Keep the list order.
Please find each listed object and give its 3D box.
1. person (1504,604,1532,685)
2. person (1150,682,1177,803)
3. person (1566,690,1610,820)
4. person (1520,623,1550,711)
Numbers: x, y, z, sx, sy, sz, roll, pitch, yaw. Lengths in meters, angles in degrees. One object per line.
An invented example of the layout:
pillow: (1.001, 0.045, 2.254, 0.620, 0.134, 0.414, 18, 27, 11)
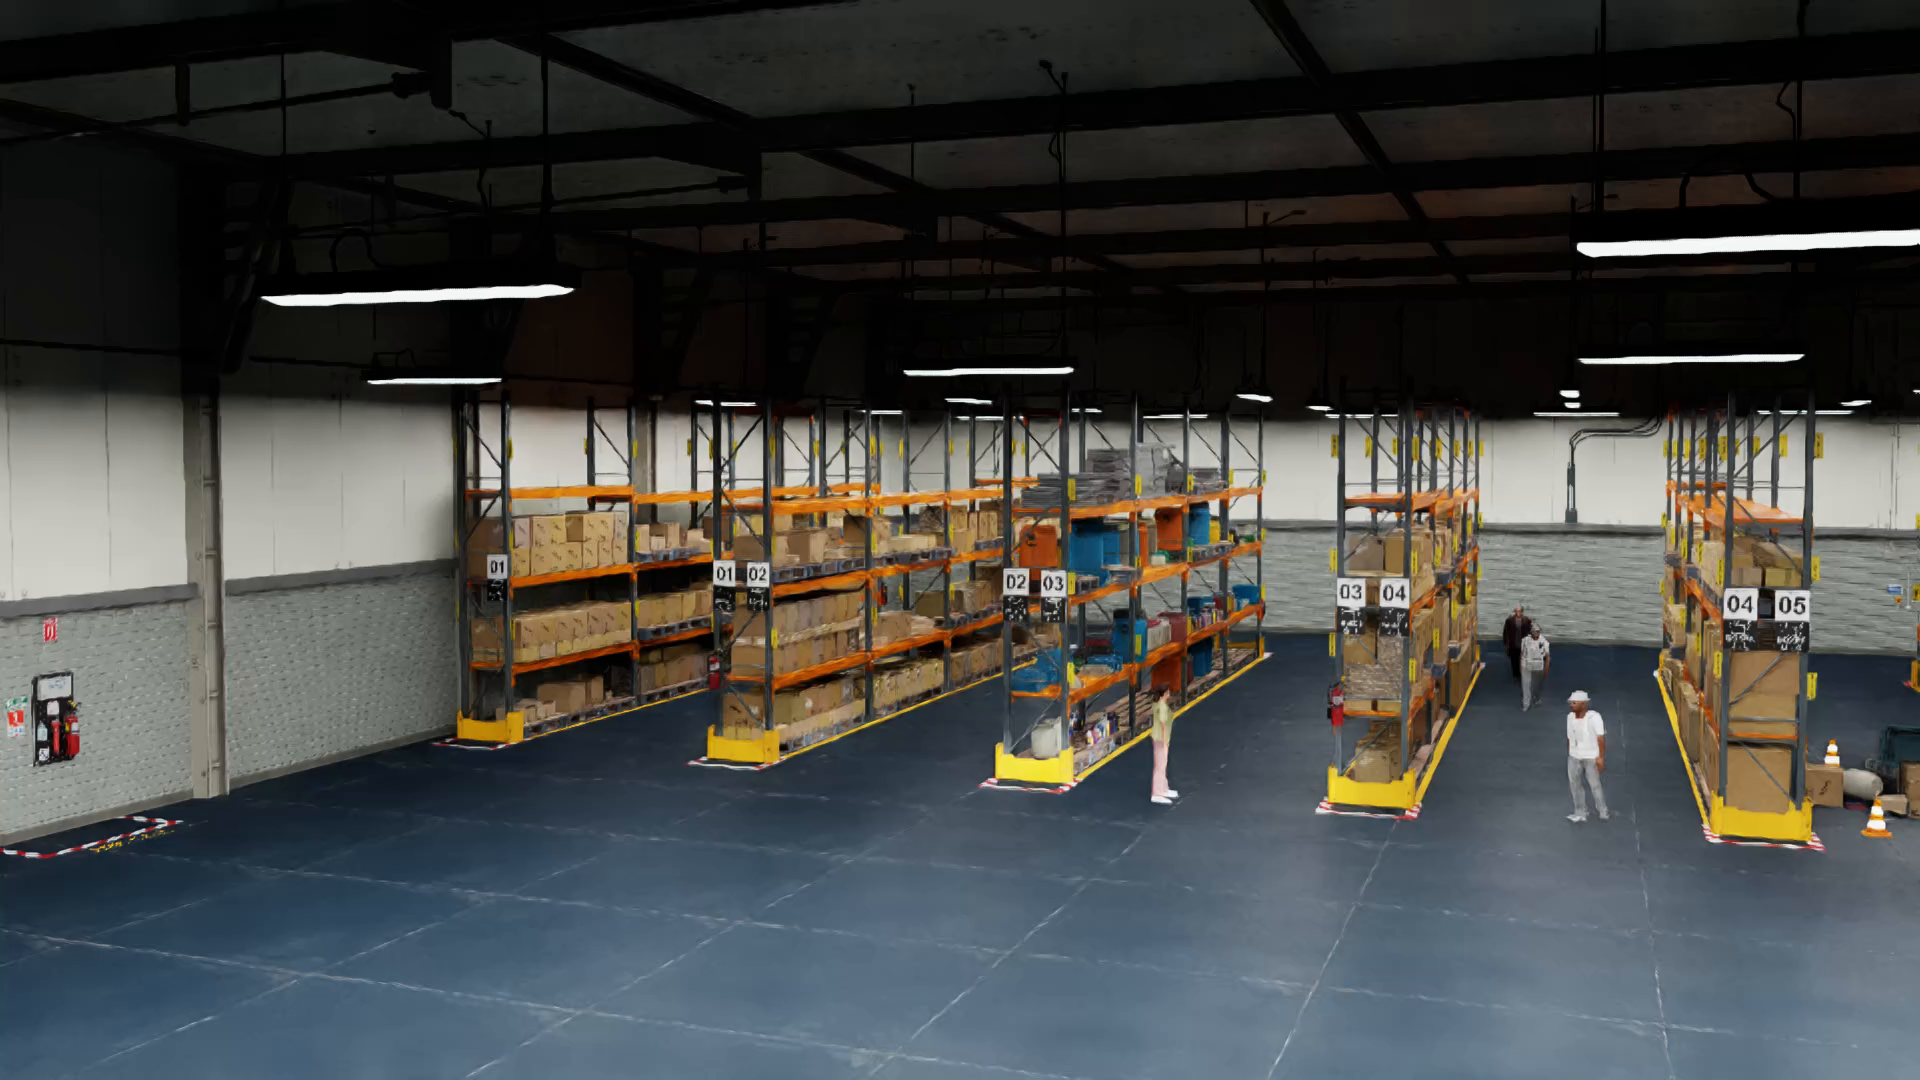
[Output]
person: (11.808, 2.197, 35.179, 0.598, 1.698, 1.193, 1, 3, 22)
person: (2.902, 2.861, 23.555, 0.454, 1.658, 0.539, 0, 3, -7)
person: (8.454, 2.897, 22.409, 0.563, 1.752, 0.603, -2, 4, -33)
person: (10.930, 2.400, 31.620, 0.541, 1.673, 1.115, 1, 3, 19)
